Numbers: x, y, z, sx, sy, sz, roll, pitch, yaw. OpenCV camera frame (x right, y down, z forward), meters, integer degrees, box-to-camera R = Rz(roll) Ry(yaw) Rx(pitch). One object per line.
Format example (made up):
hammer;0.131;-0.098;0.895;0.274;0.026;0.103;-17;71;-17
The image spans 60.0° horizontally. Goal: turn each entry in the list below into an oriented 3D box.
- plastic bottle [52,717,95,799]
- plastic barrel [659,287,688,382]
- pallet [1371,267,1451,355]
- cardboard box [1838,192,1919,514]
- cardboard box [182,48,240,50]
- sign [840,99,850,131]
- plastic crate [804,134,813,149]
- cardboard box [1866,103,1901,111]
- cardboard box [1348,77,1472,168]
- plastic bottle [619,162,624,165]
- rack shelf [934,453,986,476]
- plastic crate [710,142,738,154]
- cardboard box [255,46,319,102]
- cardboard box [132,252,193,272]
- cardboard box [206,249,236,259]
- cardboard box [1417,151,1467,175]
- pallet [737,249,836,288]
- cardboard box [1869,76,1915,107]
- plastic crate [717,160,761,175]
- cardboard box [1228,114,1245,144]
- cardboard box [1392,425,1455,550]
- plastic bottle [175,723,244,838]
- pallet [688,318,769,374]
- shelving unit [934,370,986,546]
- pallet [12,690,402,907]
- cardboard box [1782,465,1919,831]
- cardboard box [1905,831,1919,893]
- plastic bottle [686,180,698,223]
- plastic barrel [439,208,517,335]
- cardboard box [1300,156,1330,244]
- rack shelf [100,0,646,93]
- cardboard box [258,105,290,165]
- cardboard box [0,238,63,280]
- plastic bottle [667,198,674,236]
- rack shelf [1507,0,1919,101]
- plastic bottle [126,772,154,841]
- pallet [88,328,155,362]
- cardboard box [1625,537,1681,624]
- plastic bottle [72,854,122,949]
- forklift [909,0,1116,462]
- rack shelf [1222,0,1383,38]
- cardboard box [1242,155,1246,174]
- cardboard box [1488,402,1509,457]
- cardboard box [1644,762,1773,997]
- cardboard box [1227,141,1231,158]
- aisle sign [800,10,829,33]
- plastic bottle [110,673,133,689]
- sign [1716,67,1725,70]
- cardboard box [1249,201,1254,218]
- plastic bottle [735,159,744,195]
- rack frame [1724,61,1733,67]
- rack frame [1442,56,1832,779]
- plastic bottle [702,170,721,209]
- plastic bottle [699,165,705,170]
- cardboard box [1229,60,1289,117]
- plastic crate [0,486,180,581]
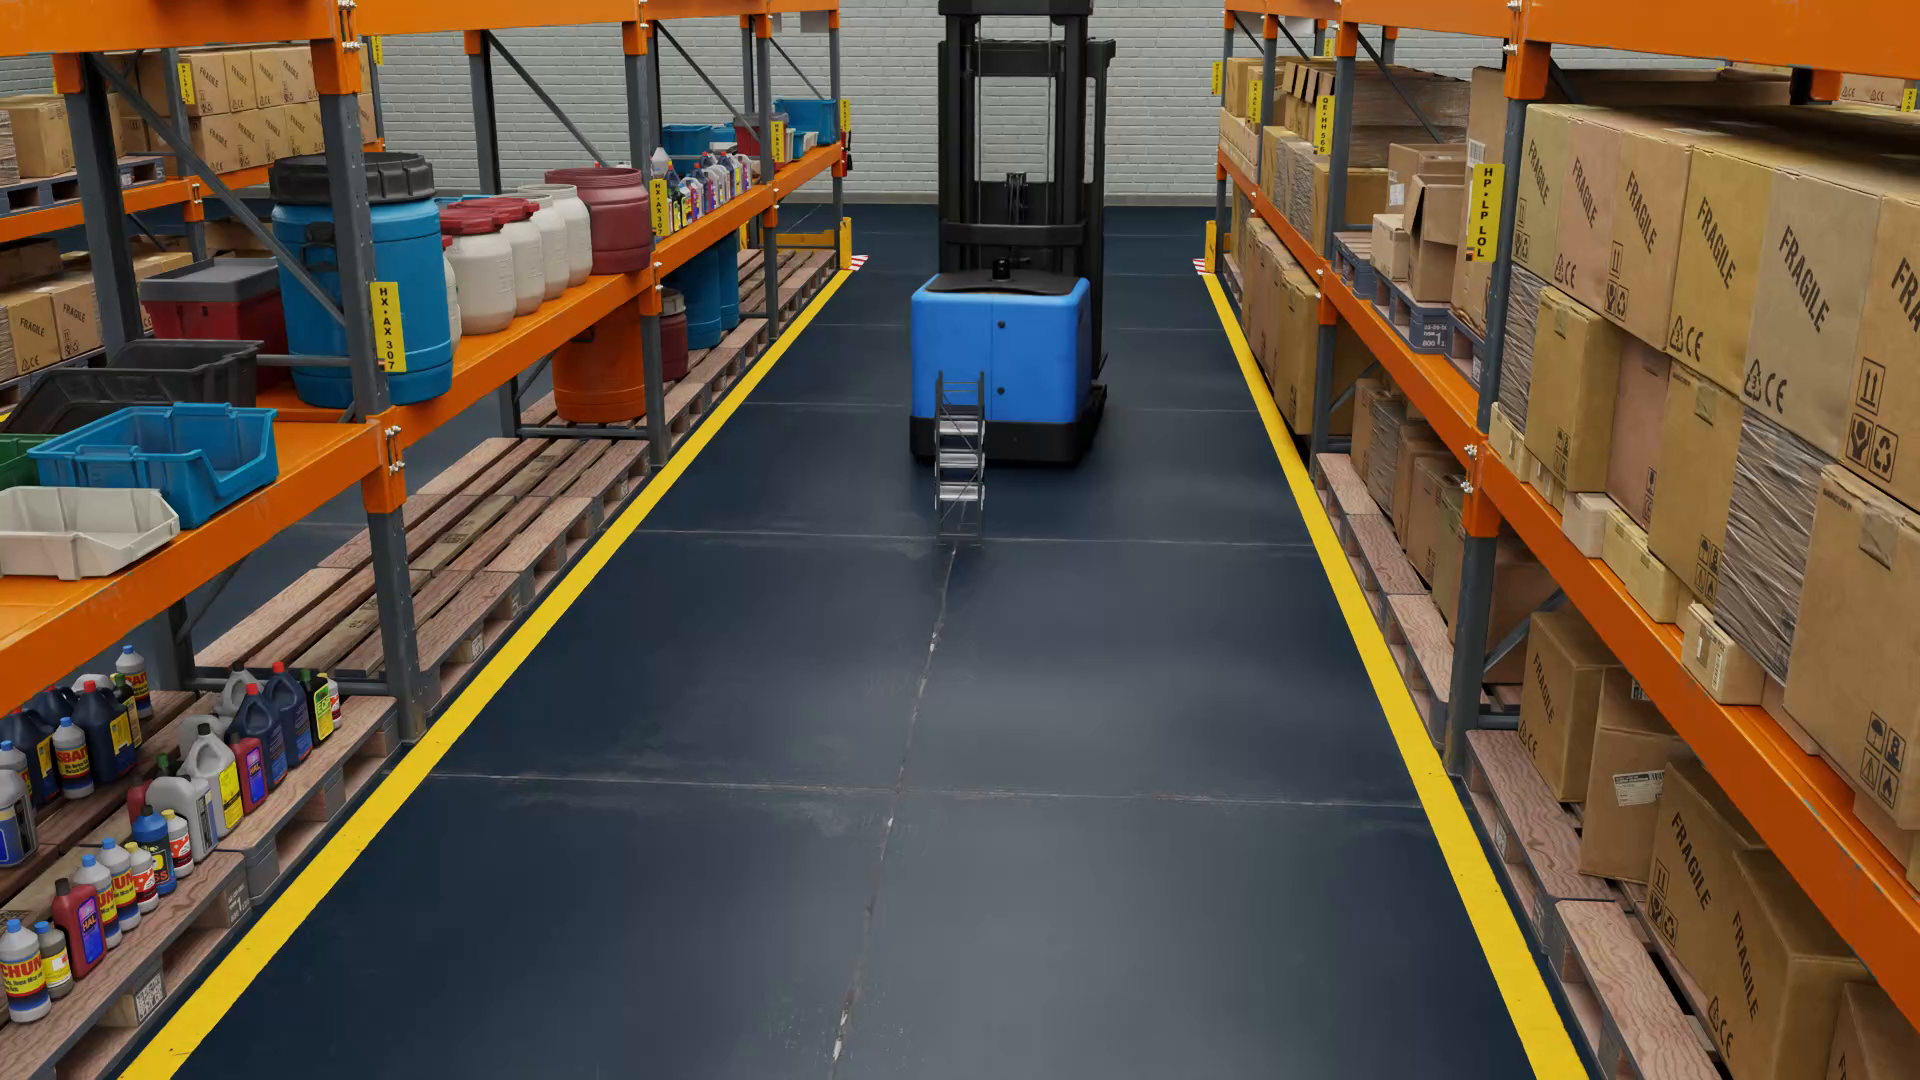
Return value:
plastic bottle;-2.976;0.724;5.573;0.097;0.271;0.097;0;18;0
plastic barrel;-2.228;-1.452;11.735;0.600;0.588;0.708;1;18;4
pallet;2.512;-1.078;7.703;1.003;0.211;1.213;1;18;4
cardboard box;1.863;-0.296;2.765;0.500;0.500;0.500;1;18;4
cardboard box;-7.095;-4.407;15.788;0.500;0.500;0.500;1;18;3
sign;-1.204;-4.450;17.425;0.100;0.325;0.005;1;18;4
plastic crate;-1.667;-3.936;16.446;0.396;0.136;0.243;1;18;4
cardboard box;7.593;-3.230;13.326;0.500;0.500;0.500;1;18;4
cardboard box;2.682;-2.536;10.073;0.797;0.503;0.637;2;18;6
plastic bottle;-2.556;-2.702;12.539;0.061;0.283;0.133;1;18;4
rack shelf;0.001;-0.398;8.801;0.258;0.077;0.200;1;18;4
plastic crate;-2.215;-3.588;15.384;0.293;0.136;0.466;1;18;4
cardboard box;-6.519;-4.552;16.231;0.500;0.500;0.500;2;18;5
cardboard box;-6.730;-2.111;13.856;0.500;0.500;0.500;1;18;4
cardboard box;-7.169;-2.597;15.643;0.500;0.311;0.500;1;18;4
cardboard box;2.674;-1.688;8.421;0.700;0.500;0.500;4;19;12
pallet;-1.851;-2.800;17.128;1.003;0.211;1.213;1;18;4
cardboard box;7.604;-3.701;13.157;0.500;0.500;0.500;1;18;2
plastic crate;-1.864;-3.182;14.145;0.396;0.136;0.243;1;18;4
cardboard box;2.813;-3.879;15.707;0.500;0.250;0.500;1;18;2
cardboard box;2.524;-0.249;8.173;0.700;0.500;0.500;3;18;9
plastic bottle;-2.409;0.763;5.325;0.144;0.351;0.185;1;18;4
pallet;-2.137;-1.574;13.387;1.003;0.211;1.213;1;18;4
shelving unit;0.001;-0.430;8.791;0.258;0.900;0.210;1;18;4
pallet;-2.704;0.880;5.899;1.003;0.211;1.213;1;18;4
cardboard box;2.023;0.183;2.910;0.875;0.500;0.500;1;18;4
cardboard box;1.839;0.570;2.771;0.380;0.149;0.250;1;18;4
plastic bottle;-1.845;-2.325;11.389;0.061;0.283;0.133;1;18;4
plastic barrel;-2.274;-1.238;7.665;0.433;0.535;0.433;0;18;0
cardboard box;2.443;-2.146;10.494;0.500;0.500;0.500;1;18;3
rack shelf;-2.470;-2.358;7.639;1.077;0.370;4.000;1;18;4
cardboard box;-6.601;-3.764;15.431;0.500;0.500;0.500;1;18;4
cardboard box;-7.330;-2.172;12.837;0.500;0.250;0.500;1;18;4
plastic bottle;-1.940;-2.107;10.736;0.152;0.276;0.135;1;18;4
rack shelf;2.183;-1.005;3.511;1.077;0.370;4.000;1;18;4
plastic bottle;-2.531;0.843;5.188;0.061;0.283;0.133;1;18;4
pallet;-7.001;-1.671;13.683;1.003;0.211;1.213;1;18;4
cardboard box;1.917;0.103;4.194;0.380;0.149;0.250;1;18;4
plastic bottle;-2.435;1.014;4.686;0.097;0.271;0.097;0;18;0
forklift;0.442;-2.287;11.196;1.130;2.935;3.031;3;18;9
rack shelf;3.043;-4.732;14.885;1.077;0.370;4.000;1;18;4
cardboard box;2.650;-3.249;14.426;0.380;0.149;0.250;2;18;5
cardboard box;2.011;-0.363;5.617;0.380;0.149;0.250;1;18;4
cardboard box;2.258;0.942;4.572;0.500;0.500;0.500;0;18;-1
cardboard box;2.760;-3.728;15.886;0.380;0.149;0.250;1;18;3
aisle sign;-1.456;-5.631;17.116;0.394;0.787;0.004;1;18;4
plastic bottle;-3.081;0.588;6.098;0.097;0.201;0.097;0;18;0
sign;7.585;-4.551;16.604;0.100;0.325;0.005;1;18;4
cardboard box;3.092;-2.700;15.083;0.875;0.875;0.875;1;18;4
plastic bottle;-1.772;-2.836;12.959;0.152;0.276;0.135;1;18;4
rack frame;8.127;-4.127;16.702;1.000;3.000;0.127;1;18;4
rack frame;2.326;-0.542;5.761;1.000;3.000;0.127;1;18;4
plastic bottle;-1.835;-2.565;12.134;0.152;0.276;0.135;1;18;4
plastic bottle;-1.934;-2.674;12.472;0.097;0.271;0.097;0;18;0
cardboard box;2.816;-4.236;15.594;0.500;0.500;0.500;1;18;2
plastic crate;-2.478;-0.018;4.583;0.530;0.136;0.437;1;18;4
